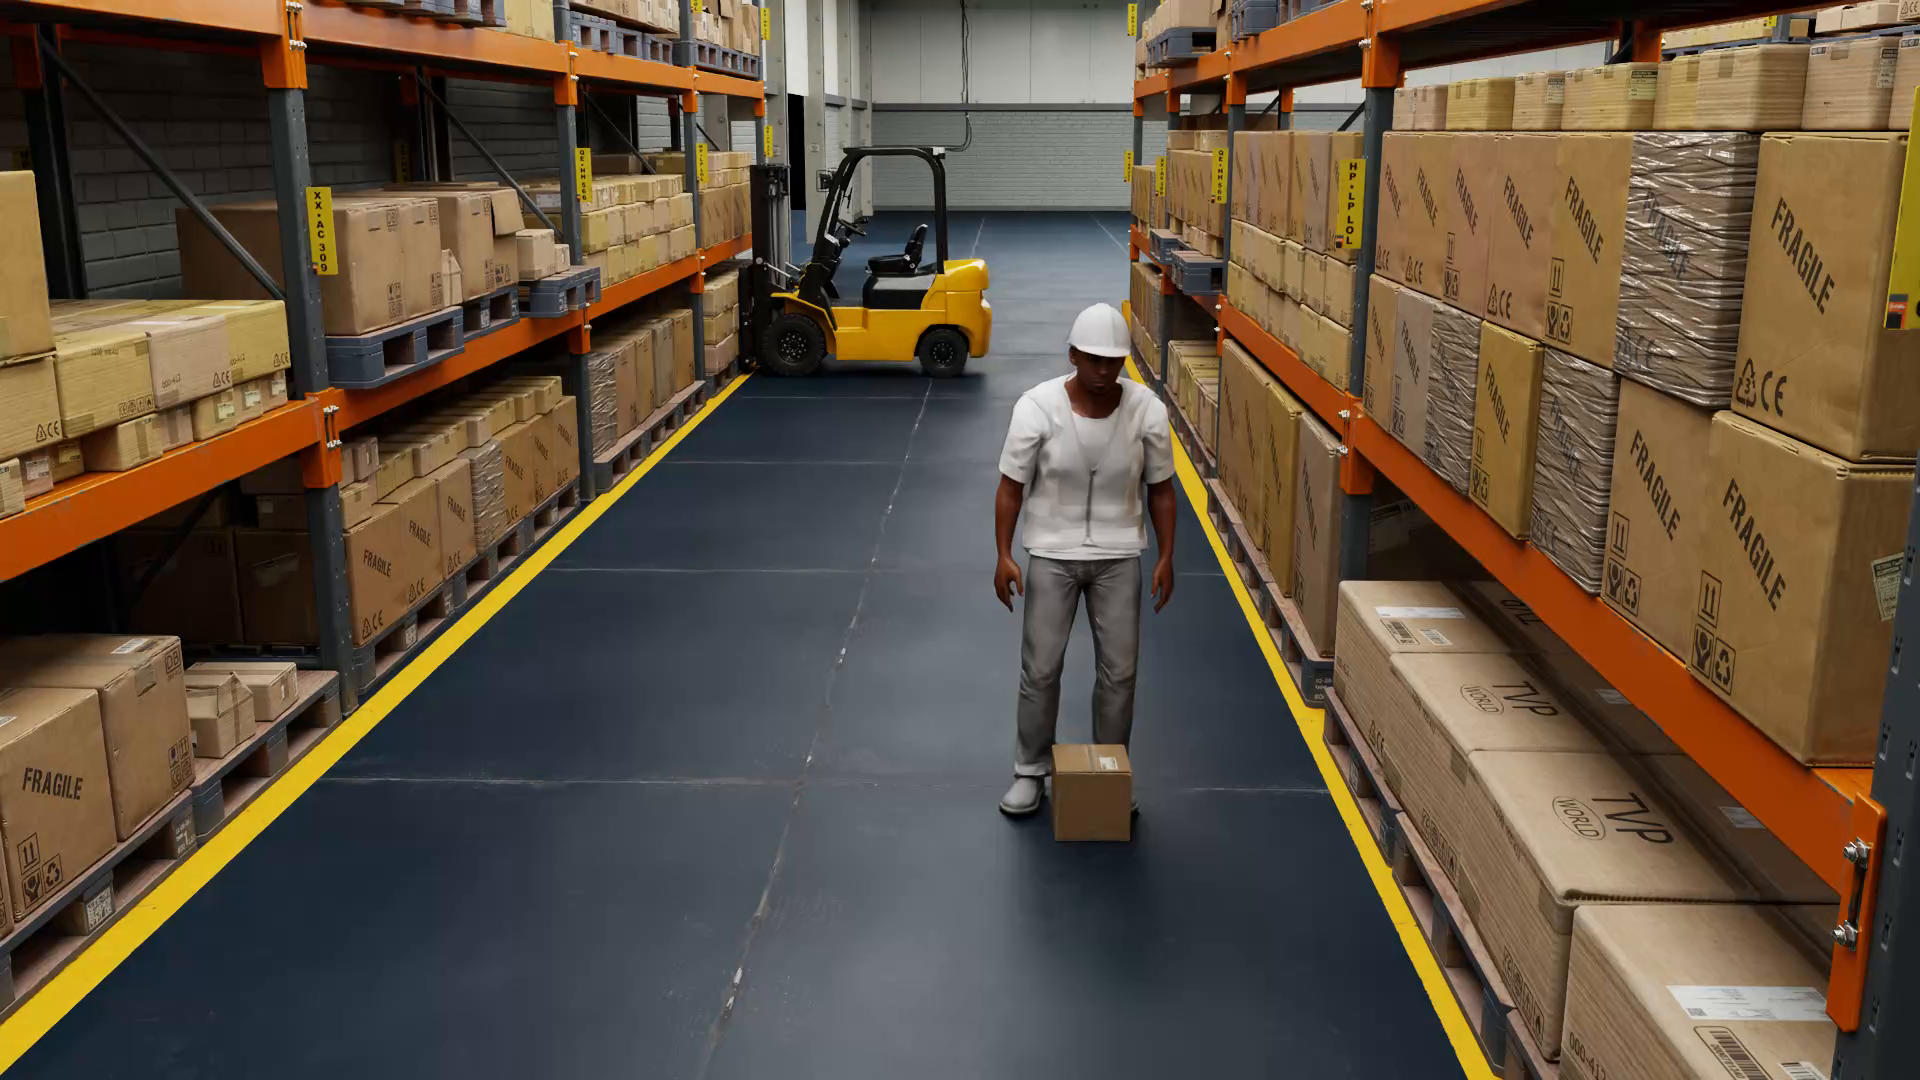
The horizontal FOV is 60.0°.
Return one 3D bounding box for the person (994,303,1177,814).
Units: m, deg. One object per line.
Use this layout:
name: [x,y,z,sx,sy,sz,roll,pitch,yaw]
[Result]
person: [0.429,0.070,5.679,0.628,1.759,0.461,0,14,-1]
